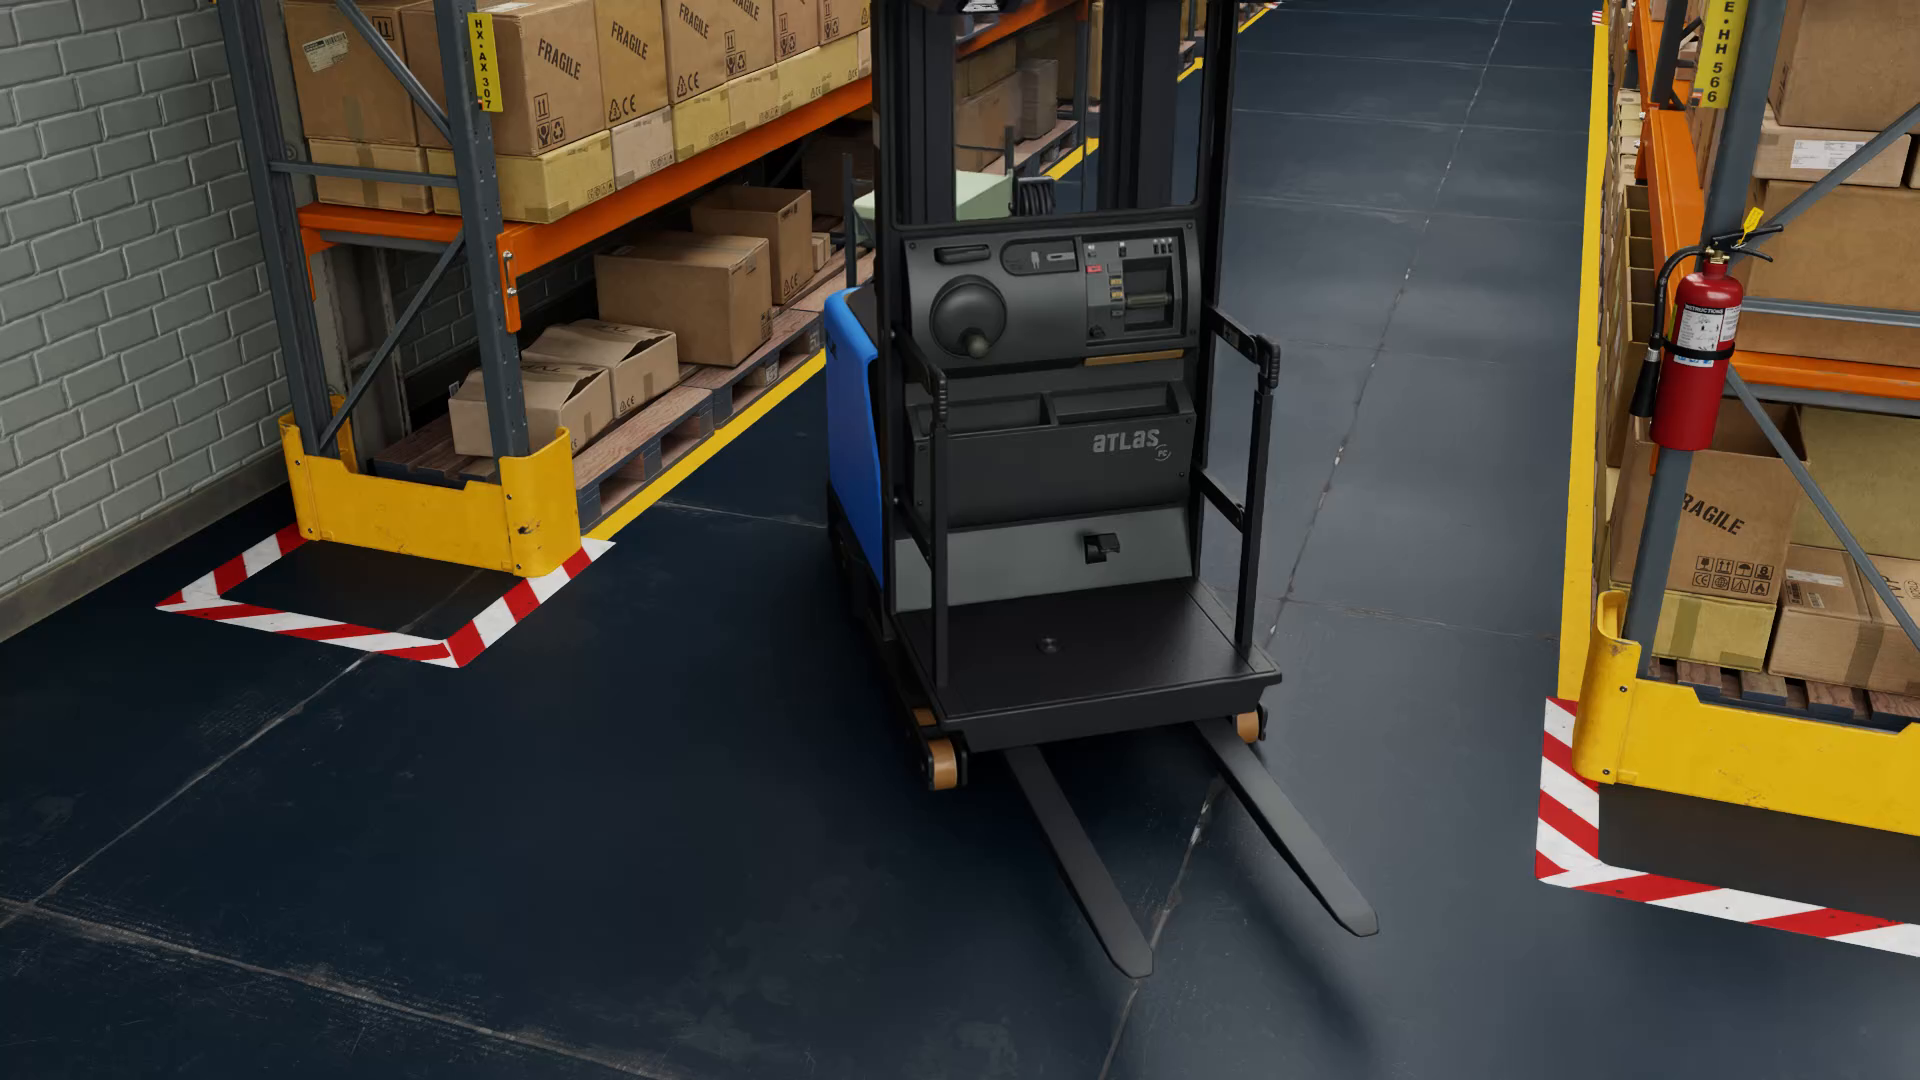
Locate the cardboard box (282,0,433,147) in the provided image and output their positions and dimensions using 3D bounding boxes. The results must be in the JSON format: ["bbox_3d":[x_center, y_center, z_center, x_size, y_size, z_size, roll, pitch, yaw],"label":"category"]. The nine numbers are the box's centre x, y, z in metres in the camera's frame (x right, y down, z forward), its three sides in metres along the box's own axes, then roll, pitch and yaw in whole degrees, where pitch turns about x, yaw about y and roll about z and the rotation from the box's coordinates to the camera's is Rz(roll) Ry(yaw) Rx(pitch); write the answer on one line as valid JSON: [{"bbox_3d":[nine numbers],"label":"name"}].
[{"bbox_3d":[-2.181,-1.824,6.363,0.500,0.500,0.500,8,27,17],"label":"cardboard box"}]

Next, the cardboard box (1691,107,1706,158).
[{"bbox_3d":[3.555,-1.891,7.099,0.700,0.500,0.500,8,27,17],"label":"cardboard box"}]

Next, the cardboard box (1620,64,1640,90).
[{"bbox_3d":[5.287,-3.382,12.657,0.500,0.500,0.500,10,28,19],"label":"cardboard box"}]

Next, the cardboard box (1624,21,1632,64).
[{"bbox_3d":[5.302,-3.743,12.542,0.500,0.250,0.500,10,28,19],"label":"cardboard box"}]

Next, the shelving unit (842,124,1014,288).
[{"bbox_3d":[-0.114,-0.915,6.918,0.431,1.500,0.755,11,28,21],"label":"shelving unit"}]

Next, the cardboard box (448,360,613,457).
[{"bbox_3d":[-1.823,-0.579,7.085,0.500,0.311,0.500,6,26,12],"label":"cardboard box"}]

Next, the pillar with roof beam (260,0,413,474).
[{"bbox_3d":[1.339,-3.809,4.291,9.100,9.000,0.400,9,27,17],"label":"pillar with roof beam"}]

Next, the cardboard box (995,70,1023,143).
[{"bbox_3d":[0.053,-3.182,12.244,0.700,0.500,0.500,9,27,17],"label":"cardboard box"}]

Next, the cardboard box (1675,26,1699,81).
[{"bbox_3d":[3.985,-2.574,8.779,0.396,0.266,0.258,8,27,16],"label":"cardboard box"}]

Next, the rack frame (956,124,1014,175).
[{"bbox_3d":[0.034,-1.061,7.220,0.400,1.500,0.023,11,28,21],"label":"rack frame"}]

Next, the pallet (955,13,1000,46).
[{"bbox_3d":[-0.415,-3.170,10.076,1.003,0.211,1.213,9,27,17],"label":"pallet"}]

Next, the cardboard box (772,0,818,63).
[{"bbox_3d":[-1.011,-2.592,7.951,0.500,0.500,0.500,8,27,16],"label":"cardboard box"}]

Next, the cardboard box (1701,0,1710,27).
[{"bbox_3d":[3.426,-2.292,7.183,0.380,0.149,0.250,8,27,16],"label":"cardboard box"}]

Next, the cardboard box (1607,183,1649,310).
[{"bbox_3d":[3.416,-1.391,7.993,0.500,0.500,0.500,9,27,17],"label":"cardboard box"}]

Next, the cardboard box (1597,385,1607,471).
[{"bbox_3d":[2.923,-0.436,6.882,0.500,0.250,0.500,9,27,17],"label":"cardboard box"}]

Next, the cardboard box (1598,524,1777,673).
[{"bbox_3d":[2.435,0.182,5.605,0.500,0.250,0.500,9,27,17],"label":"cardboard box"}]

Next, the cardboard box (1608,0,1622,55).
[{"bbox_3d":[6.450,-4.883,15.756,0.500,0.500,0.500,9,27,17],"label":"cardboard box"}]

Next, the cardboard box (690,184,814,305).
[{"bbox_3d":[-1.114,-1.604,8.985,0.500,0.500,0.500,7,27,14],"label":"cardboard box"}]

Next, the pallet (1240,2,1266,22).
[{"bbox_3d":[2.994,-6.300,19.520,1.003,0.211,1.213,9,27,17],"label":"pallet"}]

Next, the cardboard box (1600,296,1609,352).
[{"bbox_3d":[3.426,-1.052,8.154,0.500,0.250,0.500,9,27,17],"label":"cardboard box"}]

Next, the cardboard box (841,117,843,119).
[{"bbox_3d":[-0.453,-2.561,10.961,0.700,0.500,0.500,8,27,16],"label":"cardboard box"}]

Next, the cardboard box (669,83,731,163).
[{"bbox_3d":[-1.341,-1.840,7.257,0.500,0.250,0.500,8,27,17],"label":"cardboard box"}]

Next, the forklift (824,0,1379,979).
[{"bbox_3d":[0.348,-0.729,4.893,1.130,2.935,3.031,-7,27,-13],"label":"forklift"}]

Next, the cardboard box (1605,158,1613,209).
[{"bbox_3d":[4.412,-2.248,10.625,0.500,0.250,0.500,8,27,16],"label":"cardboard box"}]

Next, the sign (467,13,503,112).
[{"bbox_3d":[-1.626,-1.631,5.683,0.100,0.325,0.005,9,27,17],"label":"sign"}]

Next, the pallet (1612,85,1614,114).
[{"bbox_3d":[6.293,-3.940,14.645,1.003,0.211,1.213,9,27,17],"label":"pallet"}]

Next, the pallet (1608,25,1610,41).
[{"bbox_3d":[7.570,-5.564,18.000,1.003,0.211,1.213,9,27,17],"label":"pallet"}]

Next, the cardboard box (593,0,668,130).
[{"bbox_3d":[-1.522,-1.953,6.631,0.500,0.500,0.500,9,27,18],"label":"cardboard box"}]

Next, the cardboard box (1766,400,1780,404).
[{"bbox_3d":[3.242,-0.493,6.140,0.500,0.500,0.500,9,27,17],"label":"cardboard box"}]

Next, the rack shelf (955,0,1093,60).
[{"bbox_3d":[-0.141,-3.462,11.284,1.077,0.370,4.000,9,27,17],"label":"rack shelf"}]

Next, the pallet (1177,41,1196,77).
[{"bbox_3d":[1.670,-4.668,16.150,1.003,0.211,1.213,9,27,17],"label":"pallet"}]

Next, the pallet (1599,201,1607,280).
[{"bbox_3d":[4.479,-1.803,10.232,1.003,0.211,1.213,9,27,17],"label":"pallet"}]

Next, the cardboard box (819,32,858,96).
[{"bbox_3d":[-0.852,-2.463,8.544,0.500,0.250,0.500,9,27,18],"label":"cardboard box"}]

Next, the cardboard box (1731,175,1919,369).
[{"bbox_3d":[2.702,-0.838,4.924,0.700,0.500,0.500,9,27,17],"label":"cardboard box"}]

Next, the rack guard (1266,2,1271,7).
[{"bbox_3d":[3.195,-6.780,20.179,1.175,0.500,0.348,9,27,17],"label":"rack guard"}]

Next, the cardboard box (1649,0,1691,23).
[{"bbox_3d":[4.717,-3.511,10.662,0.500,0.311,0.500,8,27,17],"label":"cardboard box"}]

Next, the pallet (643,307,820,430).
[{"bbox_3d":[-1.401,-0.925,8.417,1.003,0.211,1.213,9,27,17],"label":"pallet"}]

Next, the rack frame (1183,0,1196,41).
[{"bbox_3d":[1.856,-6.251,16.219,1.000,3.000,0.127,9,27,17],"label":"rack frame"}]

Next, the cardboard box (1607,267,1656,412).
[{"bbox_3d":[2.919,-0.774,6.719,0.500,0.500,0.500,9,27,17],"label":"cardboard box"}]

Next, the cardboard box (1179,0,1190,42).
[{"bbox_3d":[1.762,-5.187,16.006,0.750,0.750,0.750,9,27,18],"label":"cardboard box"}]

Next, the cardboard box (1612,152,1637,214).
[{"bbox_3d":[4.066,-2.078,9.630,0.500,0.311,0.500,9,27,17],"label":"cardboard box"}]

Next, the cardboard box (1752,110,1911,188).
[{"bbox_3d":[2.482,-1.125,4.772,0.380,0.149,0.250,8,27,17],"label":"cardboard box"}]

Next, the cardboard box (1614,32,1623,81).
[{"bbox_3d":[5.797,-4.019,13.972,0.500,0.500,0.500,9,27,18],"label":"cardboard box"}]

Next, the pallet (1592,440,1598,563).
[{"bbox_3d":[3.158,-0.168,6.855,1.003,0.211,1.213,9,27,17],"label":"pallet"}]

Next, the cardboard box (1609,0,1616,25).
[{"bbox_3d":[7.078,-5.546,17.412,0.500,0.250,0.500,9,27,17],"label":"cardboard box"}]

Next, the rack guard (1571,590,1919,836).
[{"bbox_3d":[2.527,0.532,5.078,1.175,0.500,0.348,9,27,17],"label":"rack guard"}]

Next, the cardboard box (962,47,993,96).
[{"bbox_3d":[-0.081,-3.277,11.580,0.500,0.250,0.500,9,27,17],"label":"cardboard box"}]

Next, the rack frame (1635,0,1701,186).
[{"bbox_3d":[3.866,-2.247,7.949,1.000,3.000,0.127,9,27,17],"label":"rack frame"}]

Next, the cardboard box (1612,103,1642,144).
[{"bbox_3d":[4.579,-2.705,10.924,0.500,0.311,0.500,8,27,16],"label":"cardboard box"}]

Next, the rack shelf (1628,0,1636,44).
[{"bbox_3d":[5.863,-4.389,13.198,1.077,0.370,4.000,9,27,17],"label":"rack shelf"}]

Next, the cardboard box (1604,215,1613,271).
[{"bbox_3d":[3.901,-1.618,9.324,0.500,0.250,0.500,8,27,17],"label":"cardboard box"}]
